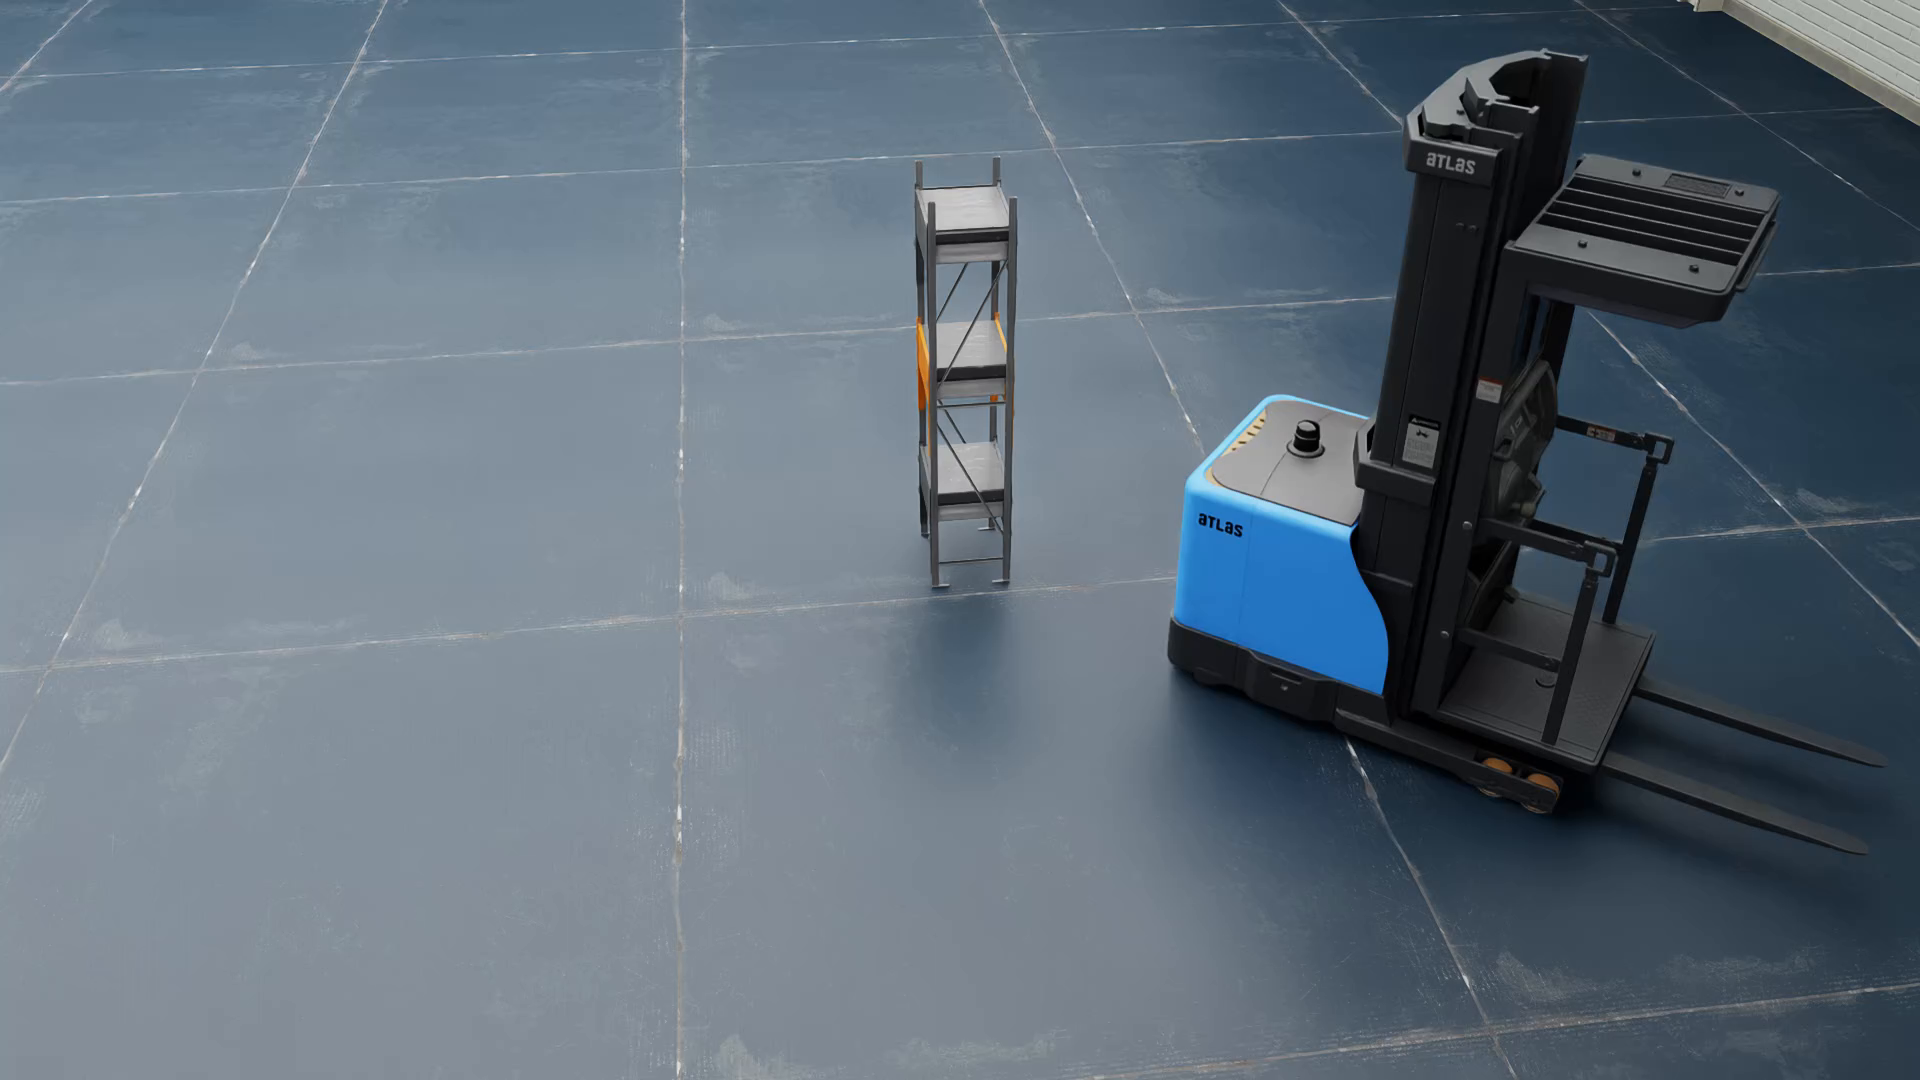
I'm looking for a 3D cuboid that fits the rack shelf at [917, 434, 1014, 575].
[{"bbox_3d":[0.022,-0.186,8.554,0.431,0.518,0.480,-4,35,-6],"label":"rack shelf"}]

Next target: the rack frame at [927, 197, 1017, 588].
[{"bbox_3d":[0.055,-0.639,7.952,0.400,2.100,0.015,-4,35,-6],"label":"rack frame"}]

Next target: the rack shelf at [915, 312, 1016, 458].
[{"bbox_3d":[0.022,-0.764,8.159,0.431,0.518,0.480,-4,35,-6],"label":"rack shelf"}]

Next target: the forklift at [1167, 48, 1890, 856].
[{"bbox_3d":[2.512,-0.379,6.833,3.031,2.935,1.130,19,39,26],"label":"forklift"}]

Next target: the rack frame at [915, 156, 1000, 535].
[{"bbox_3d":[-0.011,-0.911,8.352,0.400,2.100,0.015,-4,35,-6],"label":"rack frame"}]

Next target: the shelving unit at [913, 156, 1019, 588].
[{"bbox_3d":[0.022,-0.775,8.152,0.431,2.100,0.503,-4,35,-6],"label":"shelving unit"}]

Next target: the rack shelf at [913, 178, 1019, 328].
[{"bbox_3d":[0.022,-1.342,7.765,0.431,0.518,0.480,-4,35,-6],"label":"rack shelf"}]

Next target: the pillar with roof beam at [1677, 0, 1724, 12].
[{"bbox_3d":[3.221,-8.799,13.799,9.100,9.000,0.400,-4,35,-6],"label":"pillar with roof beam"}]
